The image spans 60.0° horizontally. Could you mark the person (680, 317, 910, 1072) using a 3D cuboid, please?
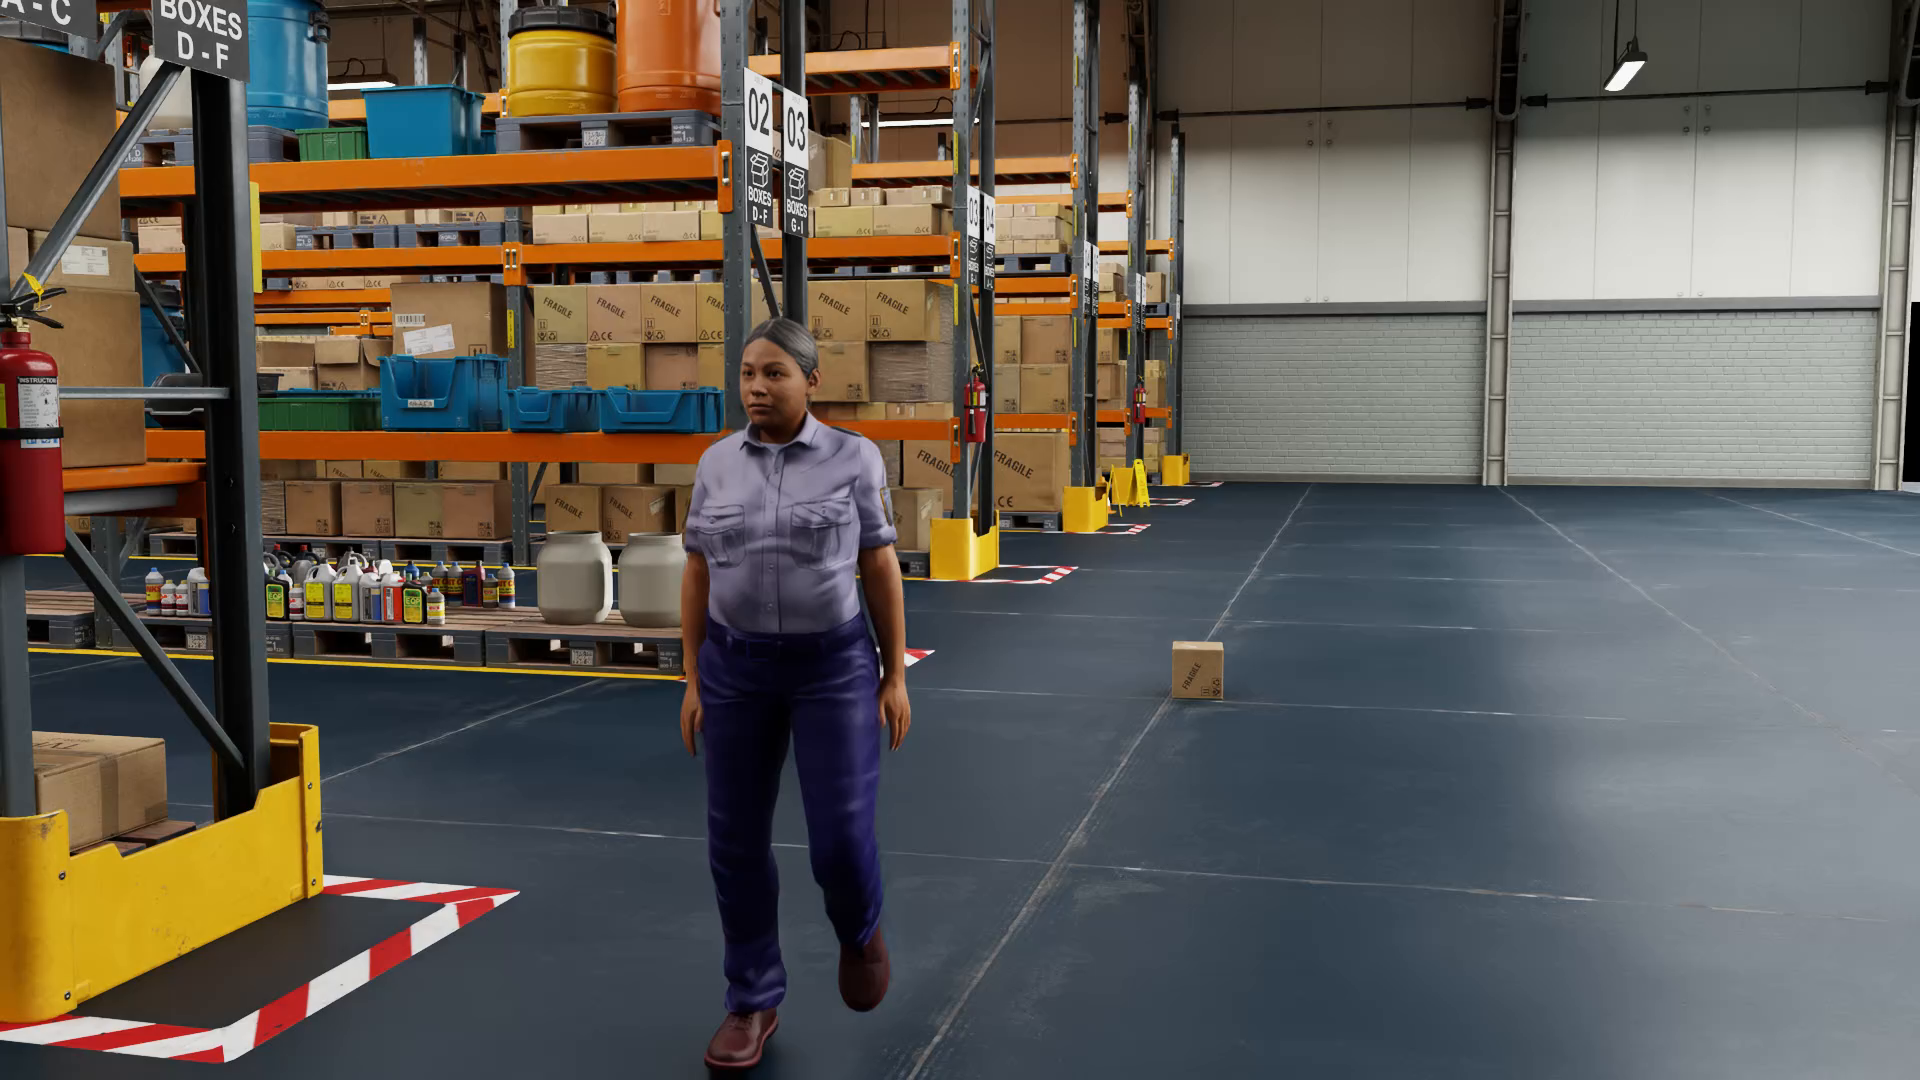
[{"bbox_3d":[-0.371,0.330,3.750,0.519,1.650,0.495,1,5,11],"label":"person"}]
